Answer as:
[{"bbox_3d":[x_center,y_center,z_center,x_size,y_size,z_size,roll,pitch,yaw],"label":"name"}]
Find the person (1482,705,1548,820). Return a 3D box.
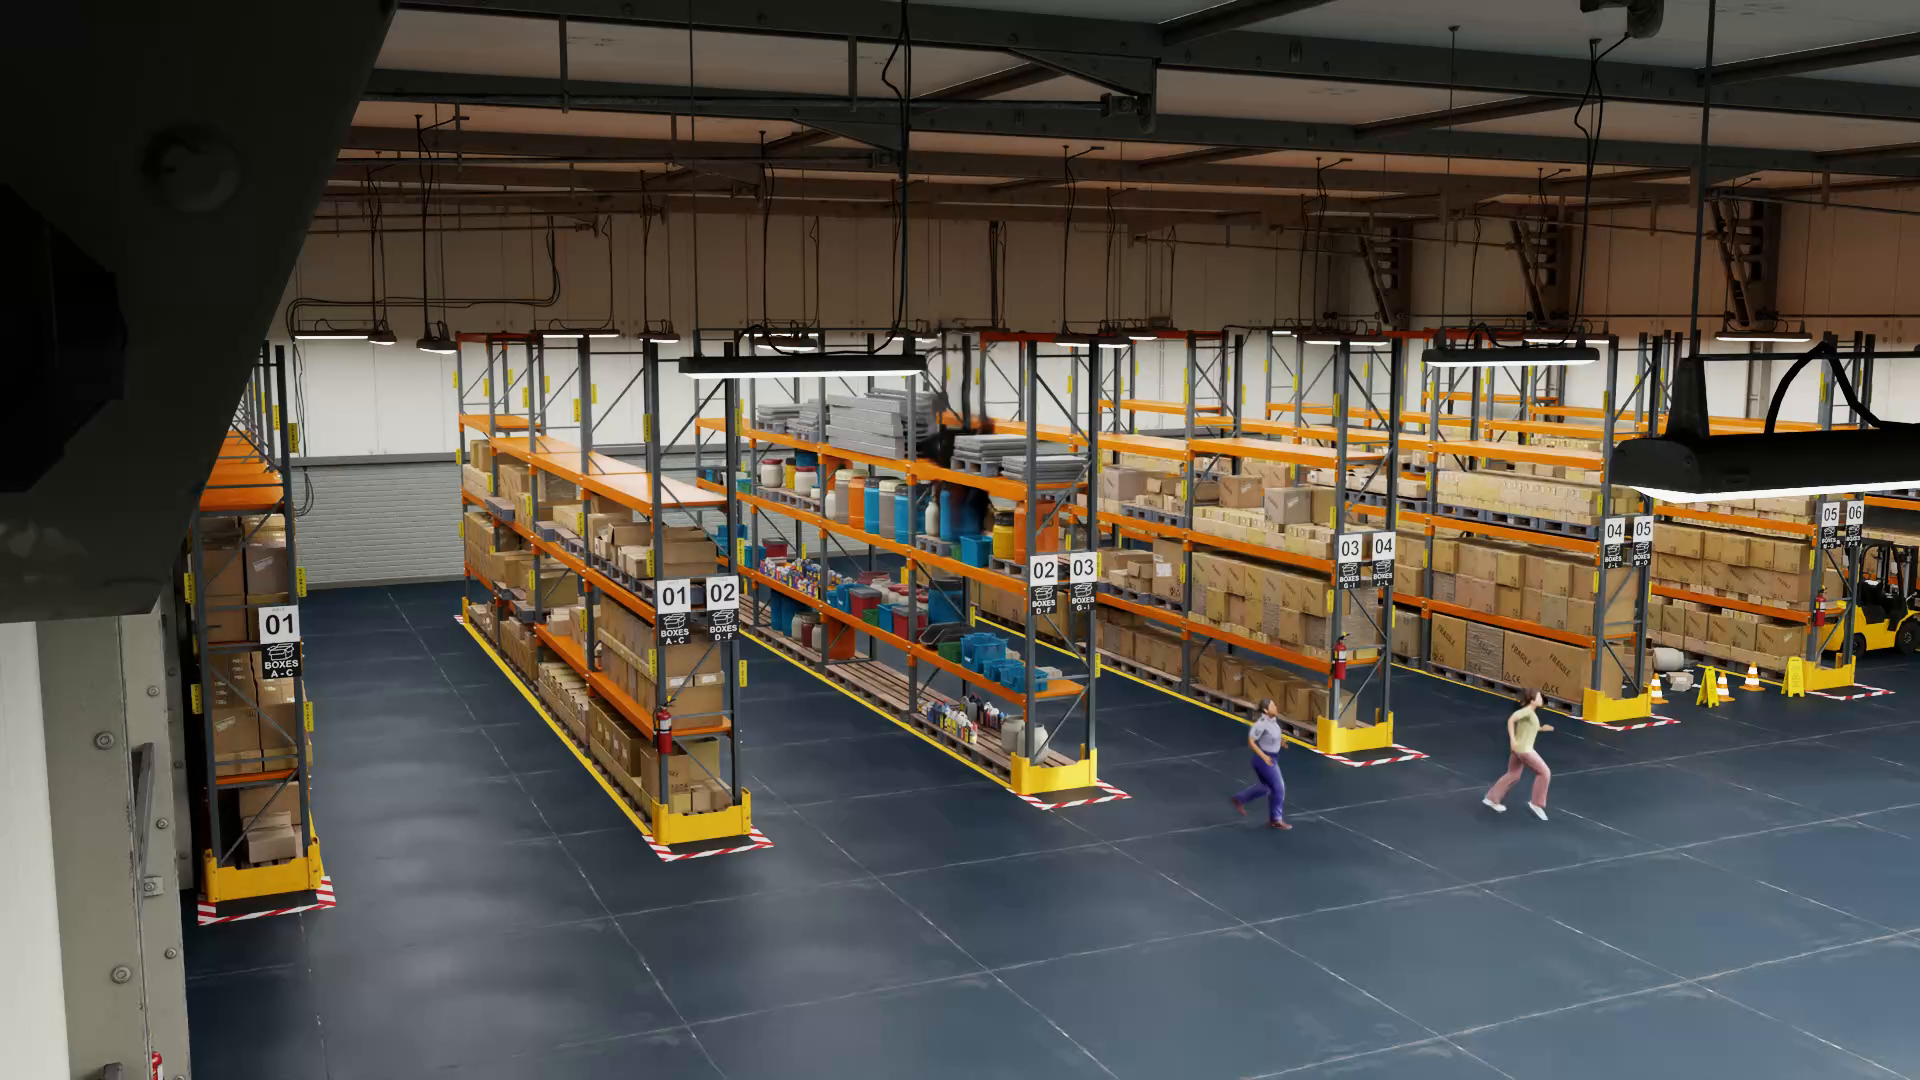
[{"bbox_3d":[7.043,2.804,21.028,0.796,1.469,0.543,2,8,15],"label":"person"}]

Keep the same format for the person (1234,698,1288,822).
[{"bbox_3d":[3.741,2.716,20.677,0.648,1.561,0.600,2,8,16],"label":"person"}]
